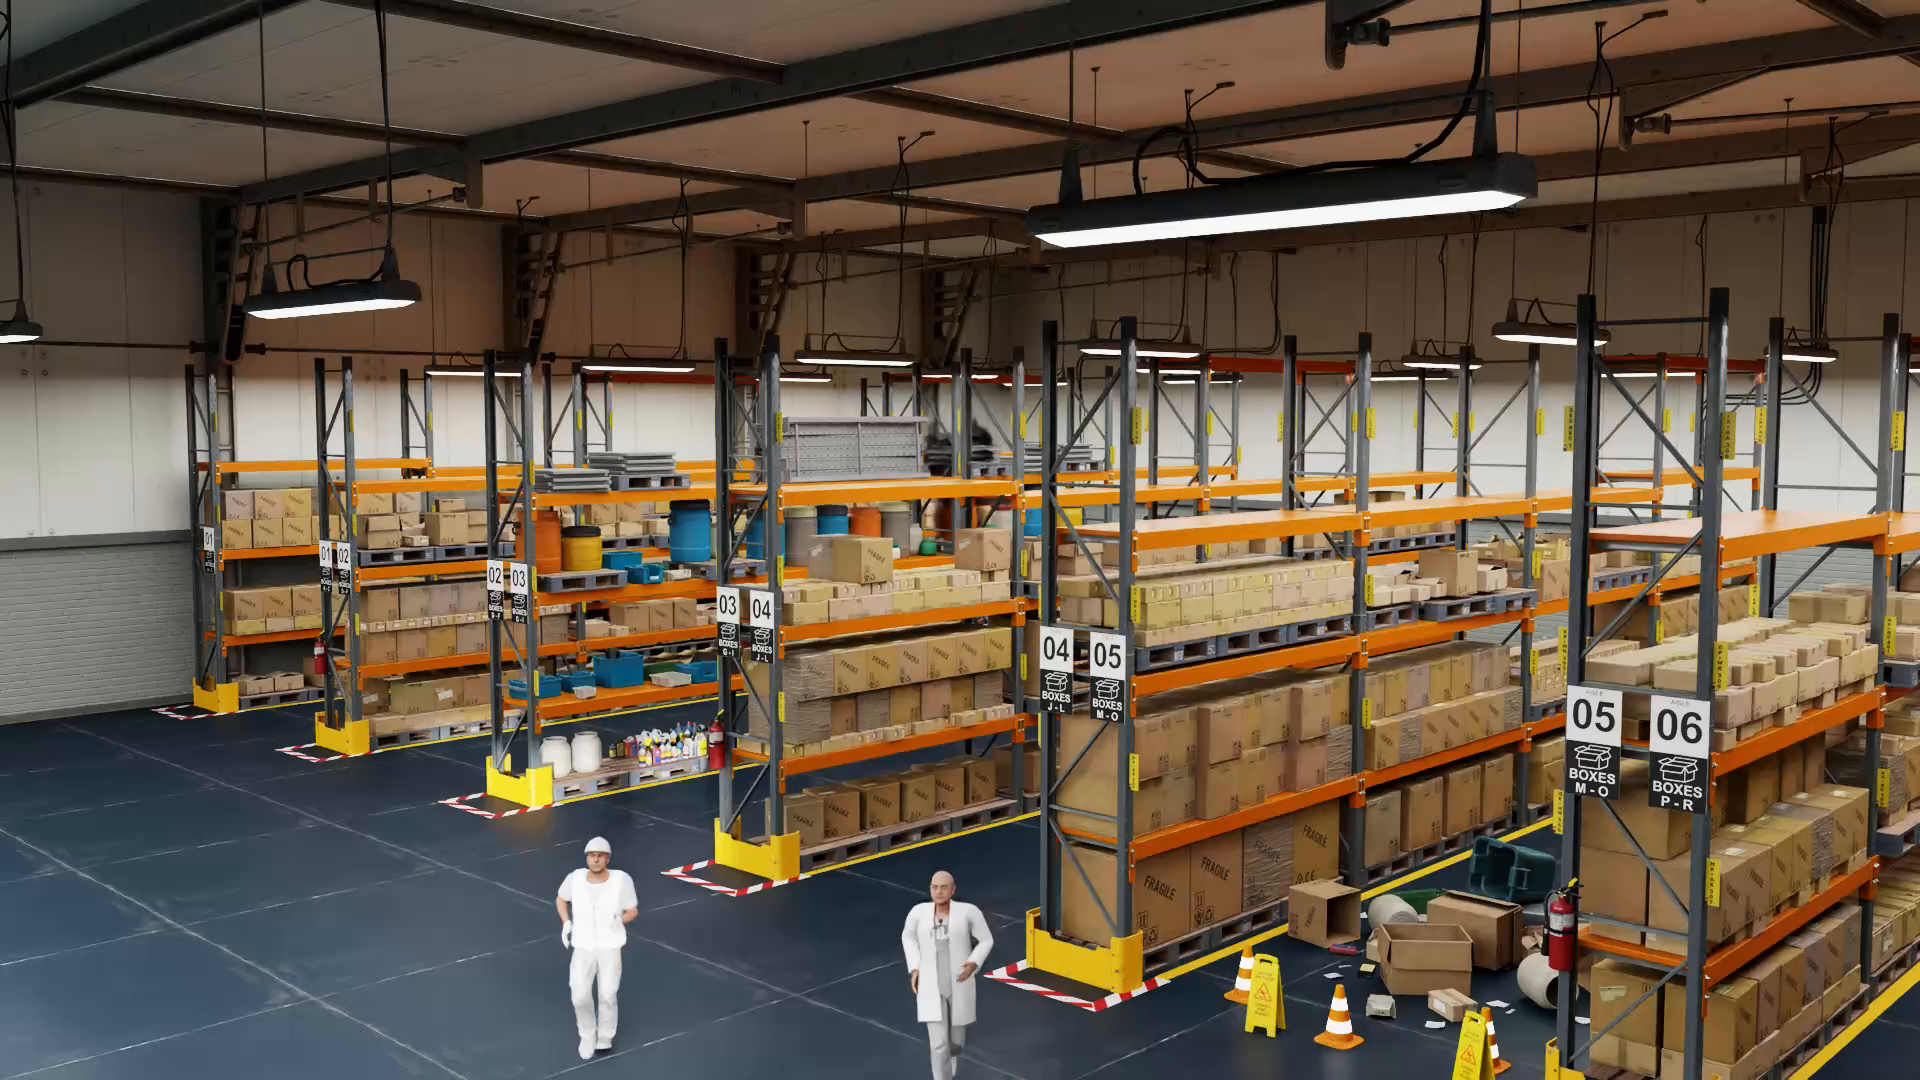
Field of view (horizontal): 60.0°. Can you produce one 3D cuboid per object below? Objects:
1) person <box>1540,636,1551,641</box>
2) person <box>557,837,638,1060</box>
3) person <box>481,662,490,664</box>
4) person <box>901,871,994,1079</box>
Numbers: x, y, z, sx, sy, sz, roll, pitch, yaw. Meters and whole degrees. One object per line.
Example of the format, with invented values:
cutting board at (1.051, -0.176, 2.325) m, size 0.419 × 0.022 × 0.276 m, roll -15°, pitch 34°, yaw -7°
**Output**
person at (9.194, 2.333, 26.147) m, size 0.547 × 1.667 × 0.599 m, roll -4°, pitch 6°, yaw -41°
person at (-2.899, 3.269, 13.249) m, size 0.661 × 1.782 × 0.646 m, roll -1°, pitch 4°, yaw -8°
person at (-8.429, 2.053, 29.740) m, size 0.653 × 1.700 × 0.647 m, roll 4°, pitch 6°, yaw 39°
person at (-0.097, 3.395, 12.493) m, size 0.704 × 1.476 × 0.757 m, roll 0°, pitch 4°, yaw 4°
